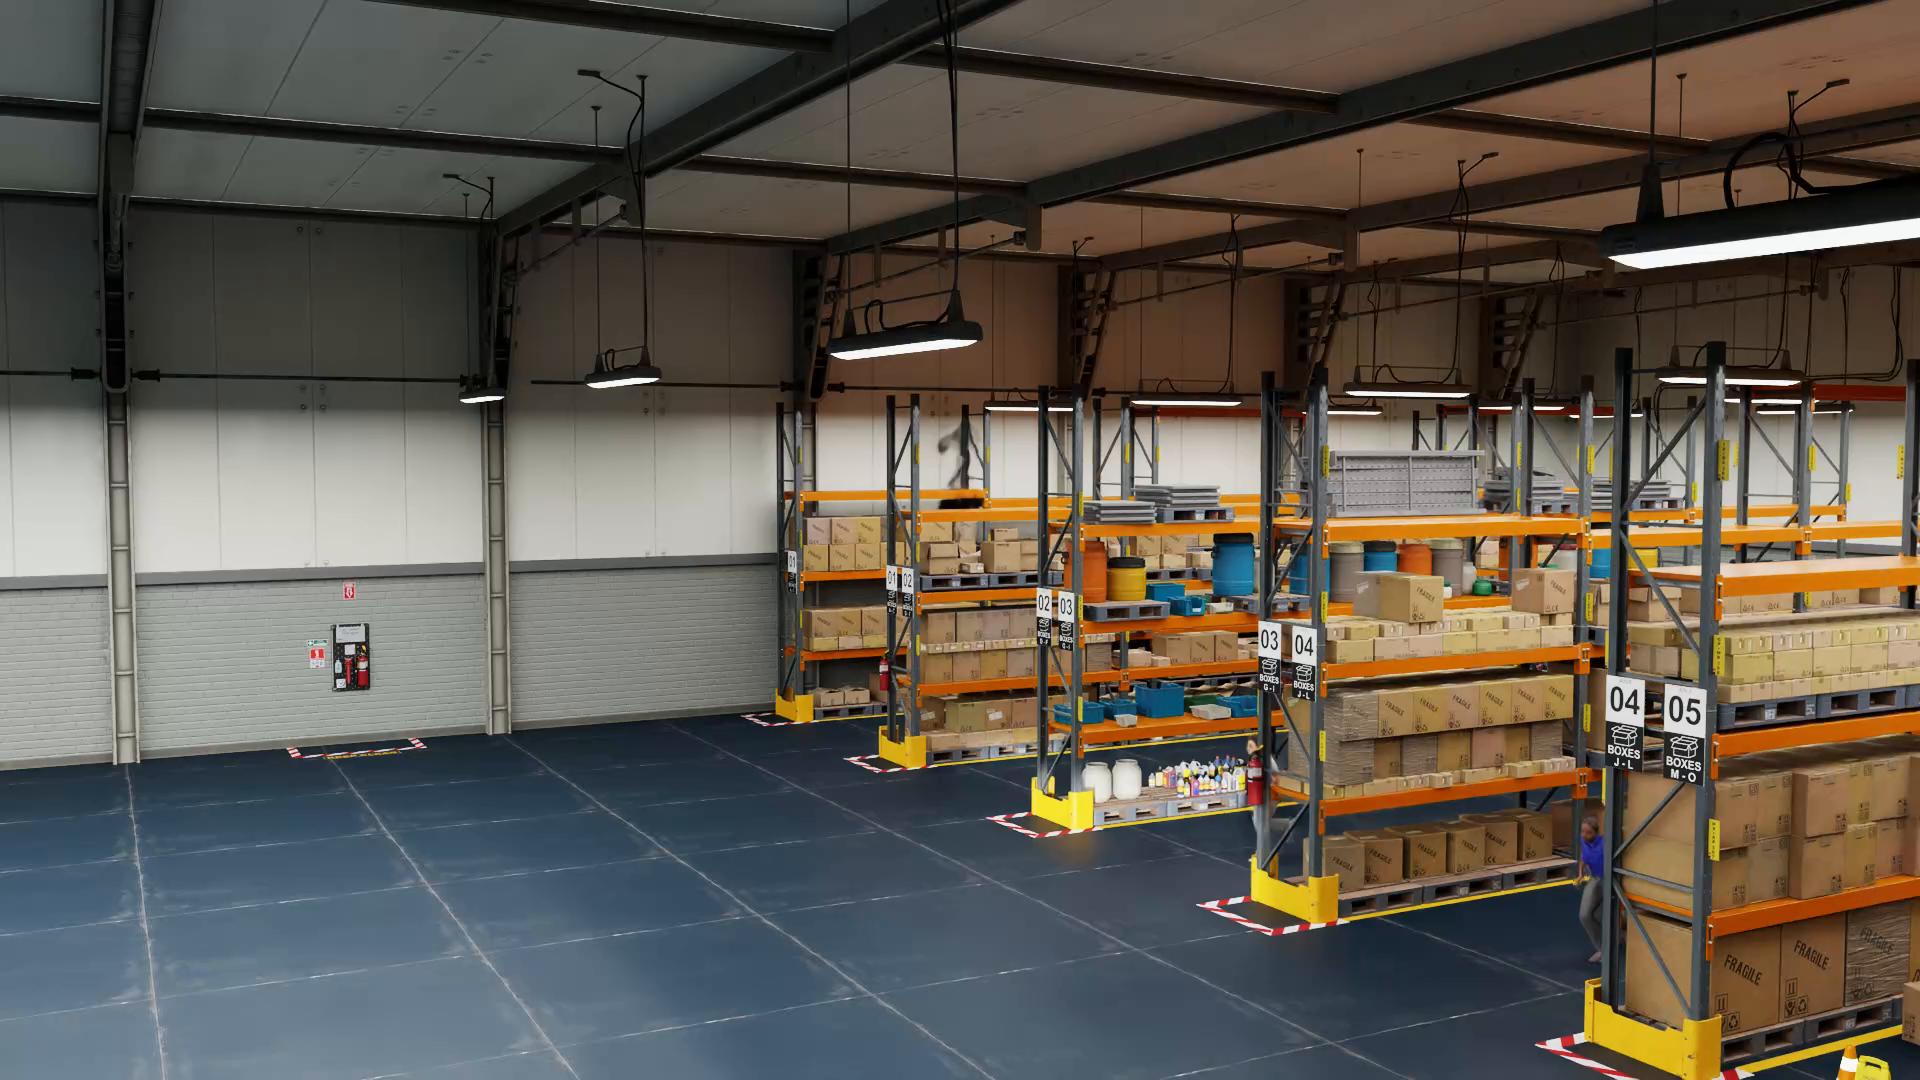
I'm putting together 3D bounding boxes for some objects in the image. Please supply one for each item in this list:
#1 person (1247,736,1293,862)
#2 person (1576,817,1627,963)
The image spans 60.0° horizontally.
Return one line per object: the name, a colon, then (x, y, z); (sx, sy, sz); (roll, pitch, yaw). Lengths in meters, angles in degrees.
person: (3.869, 3.215, 20.715); (0.746, 1.605, 0.557); (-2, 4, -31)
person: (6.561, 3.492, 16.767); (0.964, 1.513, 0.580); (-2, 4, -35)
